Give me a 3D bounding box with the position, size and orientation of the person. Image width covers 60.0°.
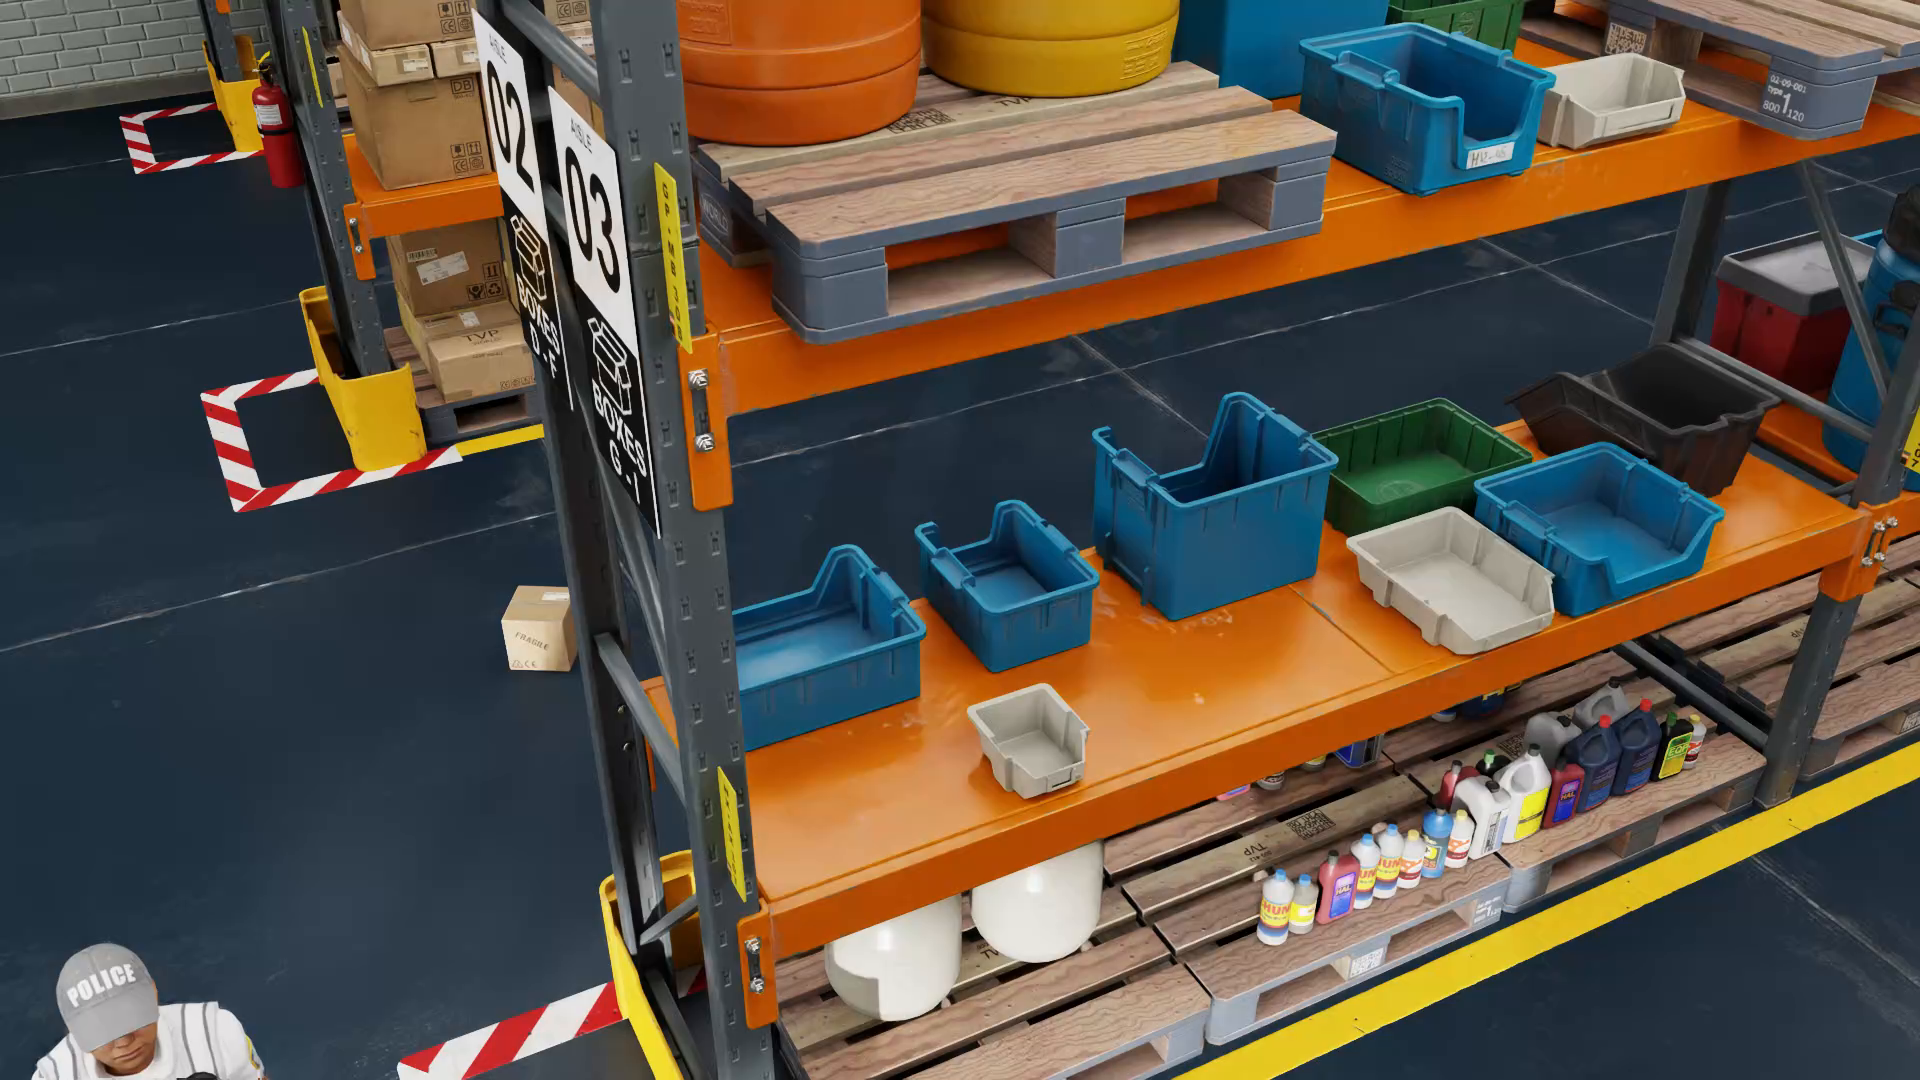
[{"bbox_3d":[-1.758,1.526,3.796,0.472,1.614,0.984,-12,35,-17],"label":"person"}]
